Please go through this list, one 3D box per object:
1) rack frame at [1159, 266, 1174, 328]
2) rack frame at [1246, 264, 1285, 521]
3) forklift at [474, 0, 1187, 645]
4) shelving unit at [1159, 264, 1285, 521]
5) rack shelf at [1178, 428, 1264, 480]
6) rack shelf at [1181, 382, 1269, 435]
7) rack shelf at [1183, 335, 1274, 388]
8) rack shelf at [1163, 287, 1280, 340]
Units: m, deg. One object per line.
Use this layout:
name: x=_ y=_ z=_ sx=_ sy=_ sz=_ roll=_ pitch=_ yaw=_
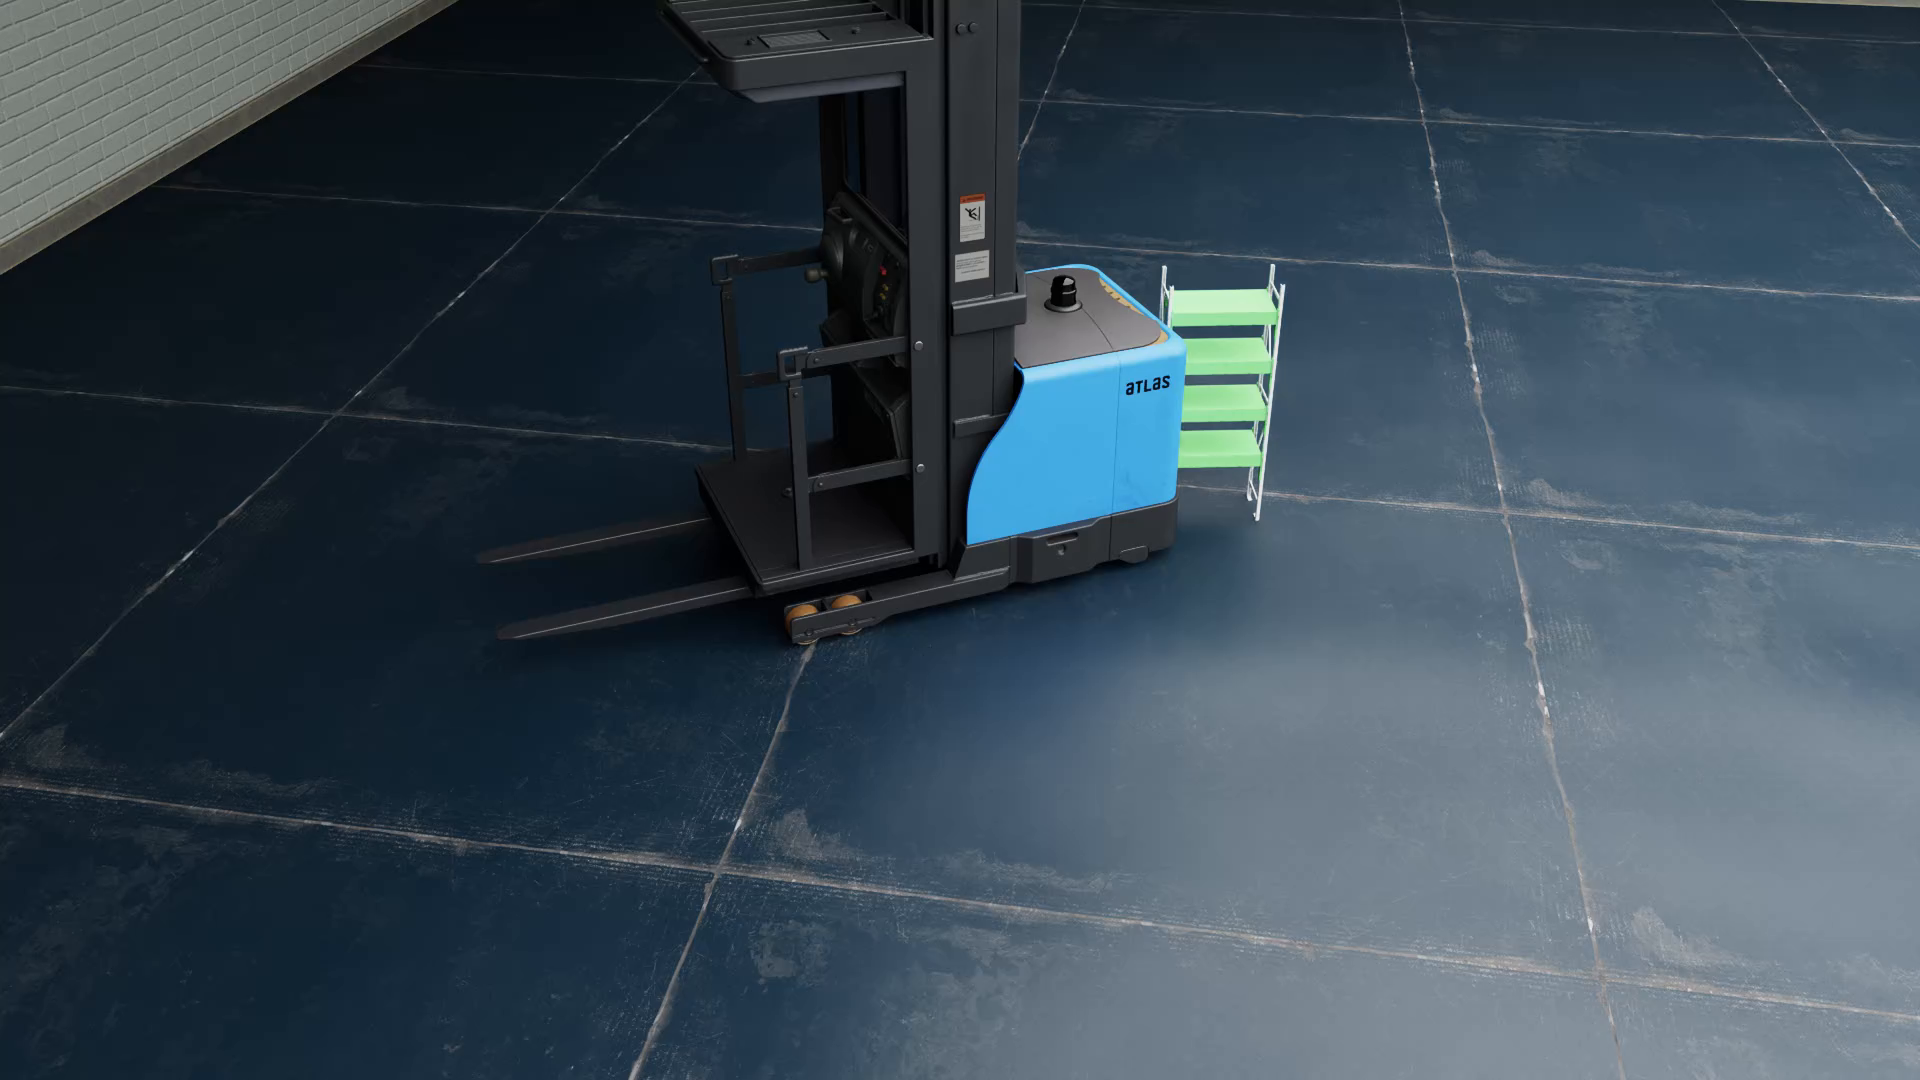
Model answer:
rack frame: x=0.919 y=-0.654 z=7.664 sx=0.015 sy=1.200 sz=0.240 roll=-1 pitch=32 yaw=-2
rack frame: x=1.407 y=-0.665 z=7.681 sx=0.015 sy=1.200 sz=0.240 roll=-1 pitch=32 yaw=-2
forklift: x=-0.581 y=-1.118 z=6.773 sx=3.031 sy=2.935 sz=1.130 roll=-12 pitch=34 yaw=-19
shelving unit: x=1.163 y=-0.659 z=7.672 sx=0.503 sy=1.200 sz=0.258 roll=-1 pitch=32 yaw=-2
rack shelf: x=1.163 y=-0.402 z=7.834 sx=0.480 sy=0.148 sz=0.258 roll=-1 pitch=32 yaw=-2
rack shelf: x=1.163 y=-0.605 z=7.706 sx=0.480 sy=0.148 sz=0.258 roll=-1 pitch=32 yaw=-2
rack shelf: x=1.163 y=-0.809 z=7.579 sx=0.480 sy=0.148 sz=0.258 roll=-1 pitch=32 yaw=-2
rack shelf: x=1.163 y=-1.012 z=7.452 sx=0.480 sy=0.148 sz=0.258 roll=-1 pitch=32 yaw=-2
